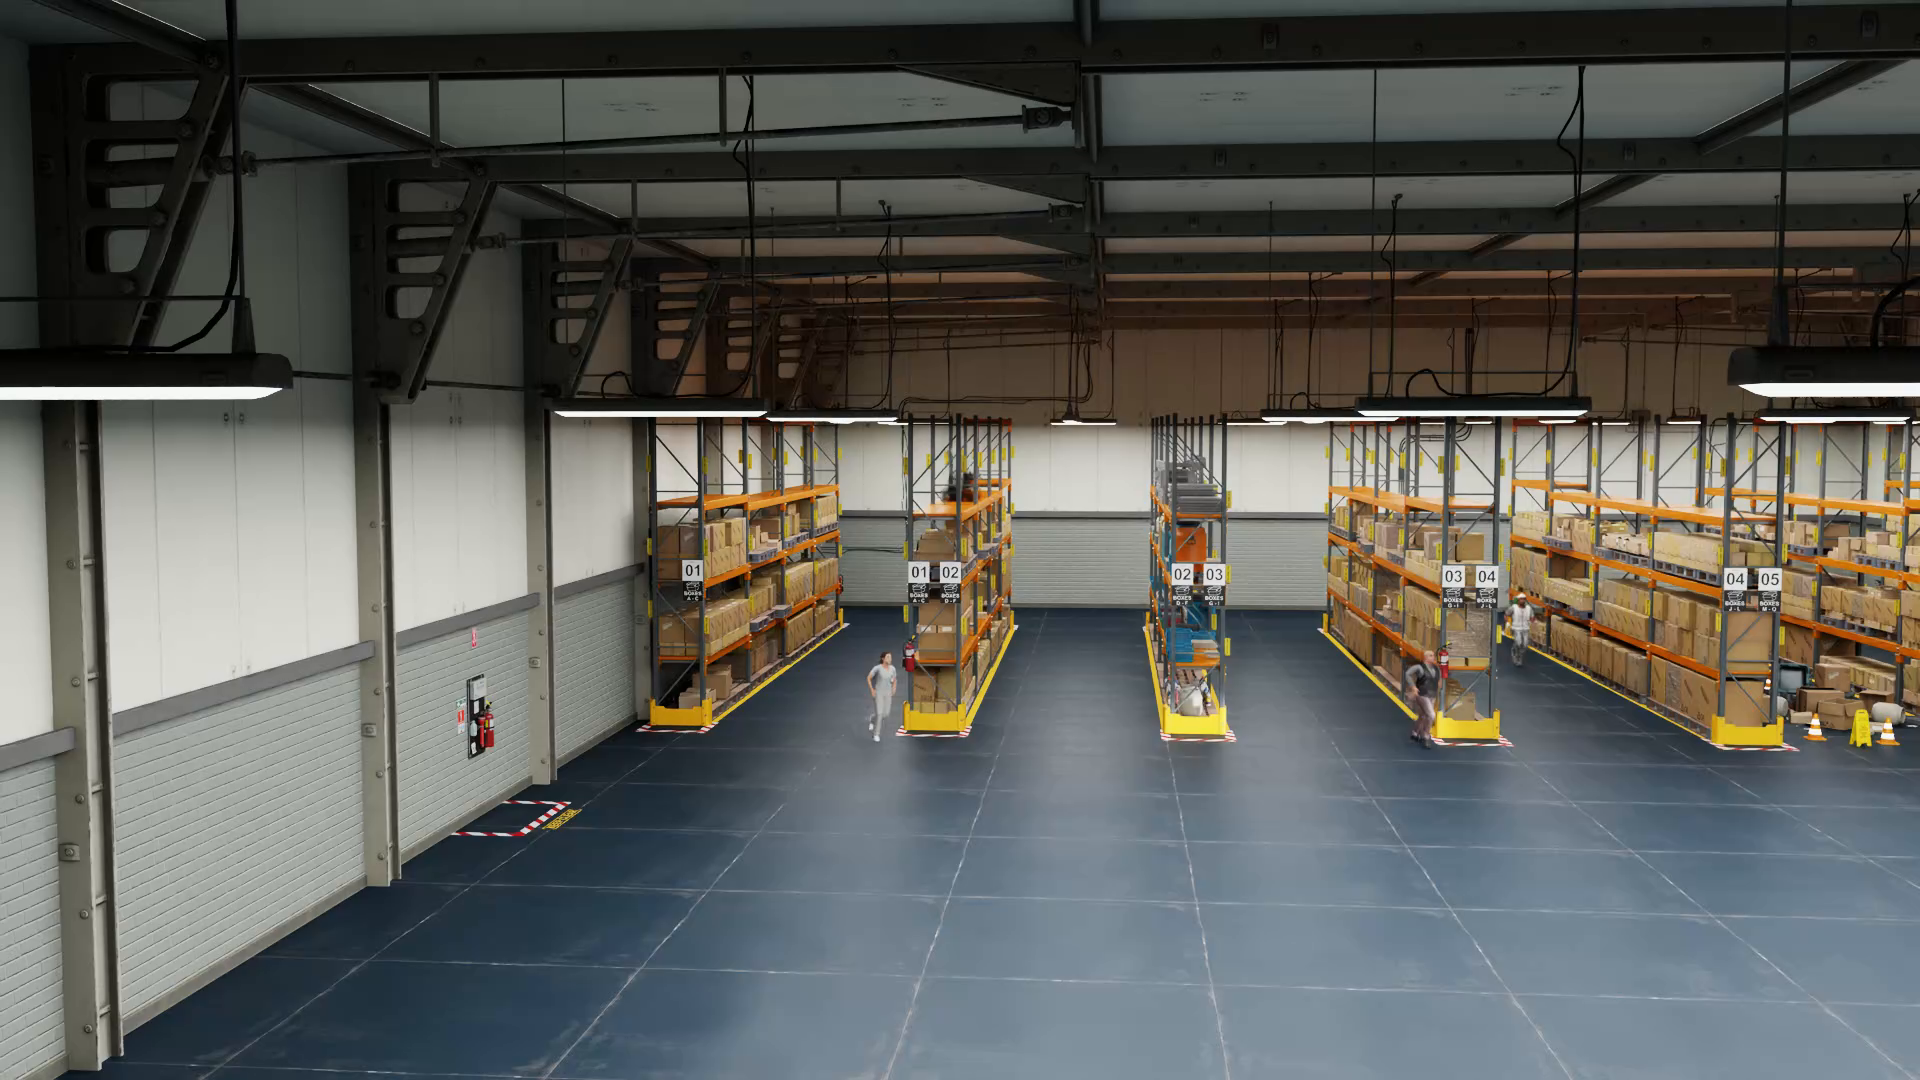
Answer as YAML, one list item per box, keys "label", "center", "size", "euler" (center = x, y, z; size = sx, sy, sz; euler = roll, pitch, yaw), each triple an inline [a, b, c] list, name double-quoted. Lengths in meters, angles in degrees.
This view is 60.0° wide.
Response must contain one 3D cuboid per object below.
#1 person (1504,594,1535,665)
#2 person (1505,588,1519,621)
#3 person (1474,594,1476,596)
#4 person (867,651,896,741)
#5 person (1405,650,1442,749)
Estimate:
- label: "person"
  center: [13.453, 2.156, 39.862]
  size: [0.670, 1.737, 0.624]
  euler: [0, 4, 0]
- label: "person"
  center: [15.879, 1.667, 47.251]
  size: [0.738, 1.845, 0.703]
  euler: [0, 4, -3]
- label: "person"
  center: [13.838, 1.956, 44.024]
  size: [0.580, 1.645, 0.647]
  euler: [1, 4, 9]
- label: "person"
  center: [-1.446, 2.858, 30.791]
  size: [0.603, 1.624, 0.637]
  euler: [-2, 4, -27]
- label: "person"
  center: [8.379, 2.855, 29.909]
  size: [0.648, 1.753, 0.723]
  euler: [-2, 4, -28]
